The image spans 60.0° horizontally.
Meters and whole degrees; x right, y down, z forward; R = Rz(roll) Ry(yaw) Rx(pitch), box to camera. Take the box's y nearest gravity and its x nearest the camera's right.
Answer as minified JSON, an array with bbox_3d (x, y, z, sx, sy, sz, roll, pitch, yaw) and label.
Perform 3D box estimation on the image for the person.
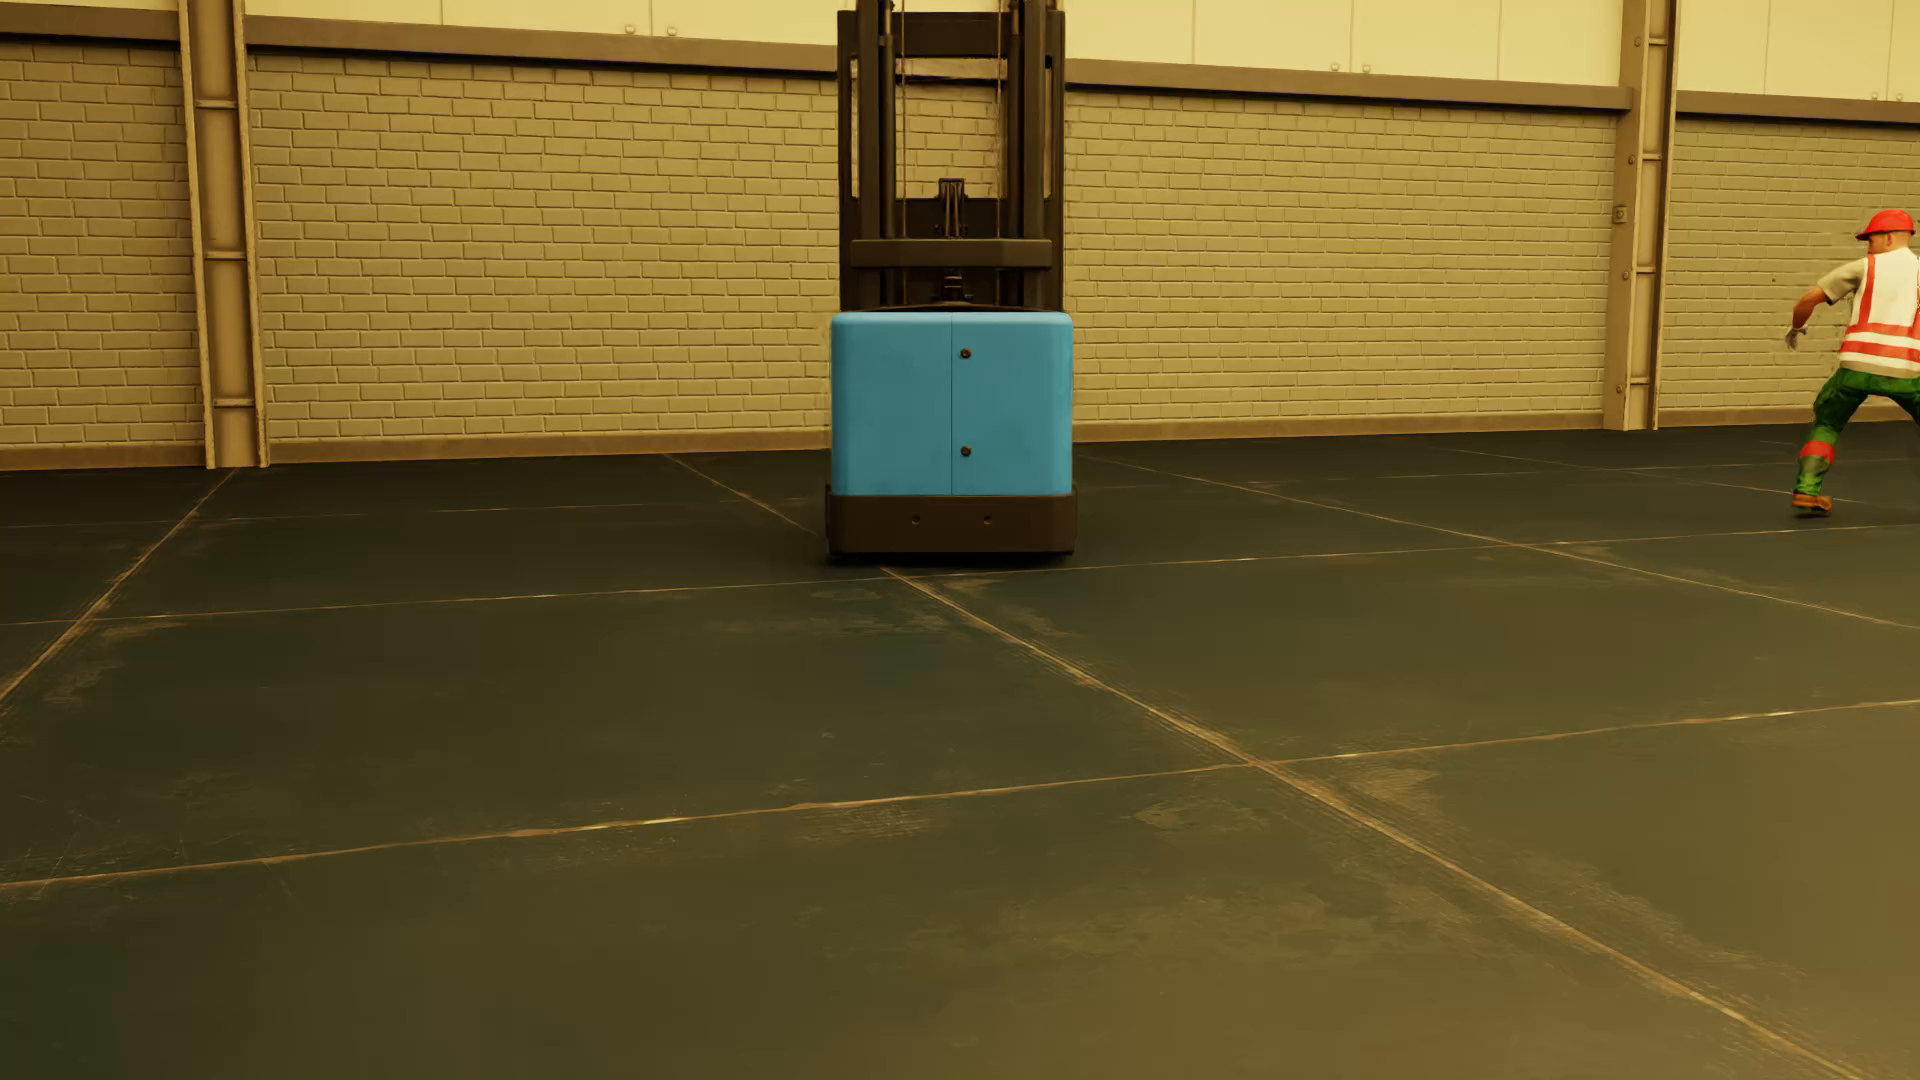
[{"bbox_3d":[4.879,-0.869,8.675,1.067,1.698,0.574,4,9,27],"label":"person"}]

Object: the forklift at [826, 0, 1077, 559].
[{"bbox_3d":[-0.045,-1.533,8.317,1.130,2.935,3.031,0,8,0],"label":"forklift"}]
